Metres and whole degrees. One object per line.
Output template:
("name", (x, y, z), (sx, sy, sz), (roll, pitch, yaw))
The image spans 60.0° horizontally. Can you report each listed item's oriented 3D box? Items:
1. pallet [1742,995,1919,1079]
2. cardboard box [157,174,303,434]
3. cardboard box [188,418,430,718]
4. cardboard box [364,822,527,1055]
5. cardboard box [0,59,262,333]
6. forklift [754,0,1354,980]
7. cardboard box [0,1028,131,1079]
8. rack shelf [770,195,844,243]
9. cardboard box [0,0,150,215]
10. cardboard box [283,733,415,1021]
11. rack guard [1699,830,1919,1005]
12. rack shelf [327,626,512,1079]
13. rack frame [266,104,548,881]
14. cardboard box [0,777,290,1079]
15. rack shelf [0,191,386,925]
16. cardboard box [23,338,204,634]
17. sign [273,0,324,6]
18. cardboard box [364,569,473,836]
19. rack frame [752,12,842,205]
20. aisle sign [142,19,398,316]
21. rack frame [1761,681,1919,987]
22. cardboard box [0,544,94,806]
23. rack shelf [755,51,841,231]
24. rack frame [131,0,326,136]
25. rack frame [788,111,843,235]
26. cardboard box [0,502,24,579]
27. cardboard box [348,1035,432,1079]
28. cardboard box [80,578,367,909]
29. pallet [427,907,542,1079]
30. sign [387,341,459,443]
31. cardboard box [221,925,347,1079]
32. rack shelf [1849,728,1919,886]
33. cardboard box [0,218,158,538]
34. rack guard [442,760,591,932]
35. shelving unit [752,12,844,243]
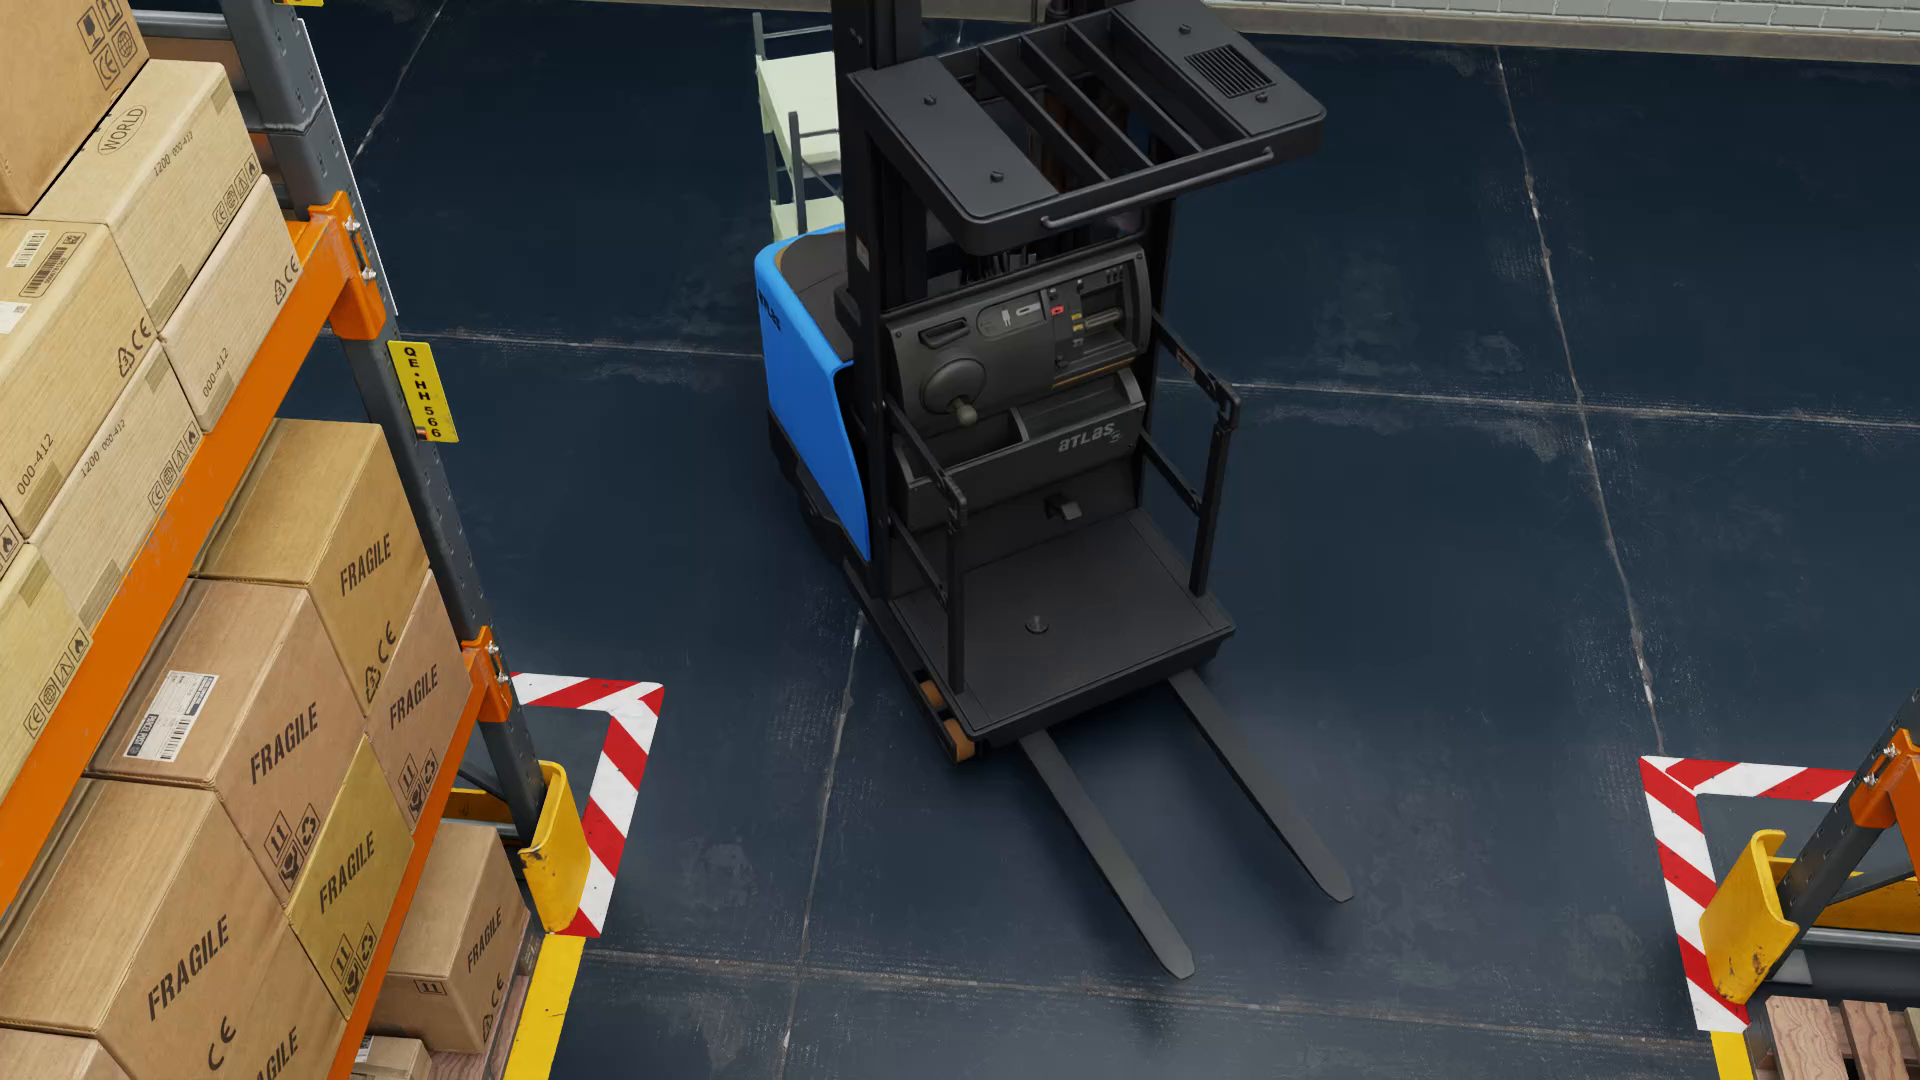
("pallet", (2.955, 1.966, 4.835), (1.003, 0.211, 1.213), (4, 48, 4))
("cardboard box", (-1.648, -0.481, 3.252), (0.500, 0.250, 0.500), (4, 48, 4))
("cardboard box", (-1.631, 0.060, 3.943), (0.500, 0.500, 0.500), (3, 48, 3))
("cardboard box", (-1.668, 1.197, 5.044), (0.500, 0.500, 0.500), (4, 48, 4))
("cardboard box", (-1.657, -0.650, 3.068), (0.500, 0.250, 0.500), (4, 48, 4))
("forklift", (0.308, -0.566, 5.308), (1.130, 2.935, 3.031), (-20, 51, -18))
("cardboard box", (-1.765, 1.190, 2.910), (0.500, 0.500, 0.500), (5, 48, 5))
("rack shelf", (-0.543, -1.160, 7.261), (0.431, 0.370, 0.720), (-11, 48, -10))
("cardboard box", (-1.895, -0.919, 2.806), (0.700, 0.500, 0.500), (4, 48, 4))
("cardboard box", (-1.678, 0.781, 3.961), (0.500, 0.500, 0.500), (4, 48, 4))
("rack guard", (3.058, 1.246, 5.297), (1.175, 0.500, 0.348), (4, 48, 4))
("rack shelf", (-2.046, 1.798, 3.586), (1.077, 0.370, 4.000), (4, 48, 4))
("rack frame", (-1.864, 0.085, 4.665), (1.000, 3.000, 0.127), (4, 48, 4))
("cardboard box", (-1.718, 0.812, 3.255), (0.500, 0.500, 0.500), (5, 48, 5))
("rack shelf", (-2.046, 0.786, 2.479), (1.077, 0.370, 4.000), (4, 48, 4))
("cardboard box", (-1.705, -0.114, 2.917), (0.500, 0.250, 0.500), (4, 48, 4))
("sign", (-1.313, -1.174, 3.184), (0.100, 0.325, 0.005), (4, 48, 4))
("cardboard box", (-1.634, 0.399, 4.310), (0.500, 0.500, 0.500), (5, 48, 5))
("rack frame", (-0.640, -1.640, 7.260), (0.400, 1.500, 0.023), (-11, 48, -10))
("aisle sign", (-1.553, -0.821, 3.733), (0.394, 0.787, 0.004), (4, 48, 4))
("rack frame", (3.068, 0.421, 4.358), (1.000, 3.000, 0.127), (4, 48, 4))
("cardboard box", (-1.737, 0.254, 2.580), (0.500, 0.250, 0.500), (4, 48, 4))
("rack shelf", (-0.543, -1.644, 6.733), (0.431, 0.370, 0.720), (-11, 48, -10))
("rack frame", (-1.864, -1.939, 2.451), (1.000, 3.000, 0.127), (4, 48, 4))
("rack frame", (-0.446, -1.120, 6.782), (0.400, 1.500, 0.023), (-11, 48, -10))
("cardboard box", (-1.751, 0.084, 2.396), (0.500, 0.250, 0.500), (4, 48, 4))
("cardboard box", (-1.795, 1.601, 4.901), (0.380, 0.166, 0.250), (4, 48, 4))
("cardboard box", (-1.676, 0.431, 3.603), (0.500, 0.500, 0.500), (5, 48, 5))
("pallet", (-1.943, 1.668, 5.107), (1.003, 0.211, 1.213), (4, 48, 4))
("sign", (-1.313, -0.360, 4.074), (0.100, 0.325, 0.005), (4, 48, 4))
("cardboard box", (-1.728, 1.147, 3.626), (0.500, 0.500, 0.500), (4, 48, 4))
("rack shelf", (2.886, 2.134, 3.279), (1.077, 0.370, 4.000), (4, 48, 4))
("cardboard box", (-1.702, -0.283, 2.732), (0.500, 0.250, 0.500), (4, 48, 4))
("rack guard", (-1.871, 0.985, 5.536), (1.175, 0.500, 0.348), (4, 48, 4))
("shelving unit", (-0.543, -1.380, 7.021), (0.431, 1.500, 0.755), (-11, 48, -10))
